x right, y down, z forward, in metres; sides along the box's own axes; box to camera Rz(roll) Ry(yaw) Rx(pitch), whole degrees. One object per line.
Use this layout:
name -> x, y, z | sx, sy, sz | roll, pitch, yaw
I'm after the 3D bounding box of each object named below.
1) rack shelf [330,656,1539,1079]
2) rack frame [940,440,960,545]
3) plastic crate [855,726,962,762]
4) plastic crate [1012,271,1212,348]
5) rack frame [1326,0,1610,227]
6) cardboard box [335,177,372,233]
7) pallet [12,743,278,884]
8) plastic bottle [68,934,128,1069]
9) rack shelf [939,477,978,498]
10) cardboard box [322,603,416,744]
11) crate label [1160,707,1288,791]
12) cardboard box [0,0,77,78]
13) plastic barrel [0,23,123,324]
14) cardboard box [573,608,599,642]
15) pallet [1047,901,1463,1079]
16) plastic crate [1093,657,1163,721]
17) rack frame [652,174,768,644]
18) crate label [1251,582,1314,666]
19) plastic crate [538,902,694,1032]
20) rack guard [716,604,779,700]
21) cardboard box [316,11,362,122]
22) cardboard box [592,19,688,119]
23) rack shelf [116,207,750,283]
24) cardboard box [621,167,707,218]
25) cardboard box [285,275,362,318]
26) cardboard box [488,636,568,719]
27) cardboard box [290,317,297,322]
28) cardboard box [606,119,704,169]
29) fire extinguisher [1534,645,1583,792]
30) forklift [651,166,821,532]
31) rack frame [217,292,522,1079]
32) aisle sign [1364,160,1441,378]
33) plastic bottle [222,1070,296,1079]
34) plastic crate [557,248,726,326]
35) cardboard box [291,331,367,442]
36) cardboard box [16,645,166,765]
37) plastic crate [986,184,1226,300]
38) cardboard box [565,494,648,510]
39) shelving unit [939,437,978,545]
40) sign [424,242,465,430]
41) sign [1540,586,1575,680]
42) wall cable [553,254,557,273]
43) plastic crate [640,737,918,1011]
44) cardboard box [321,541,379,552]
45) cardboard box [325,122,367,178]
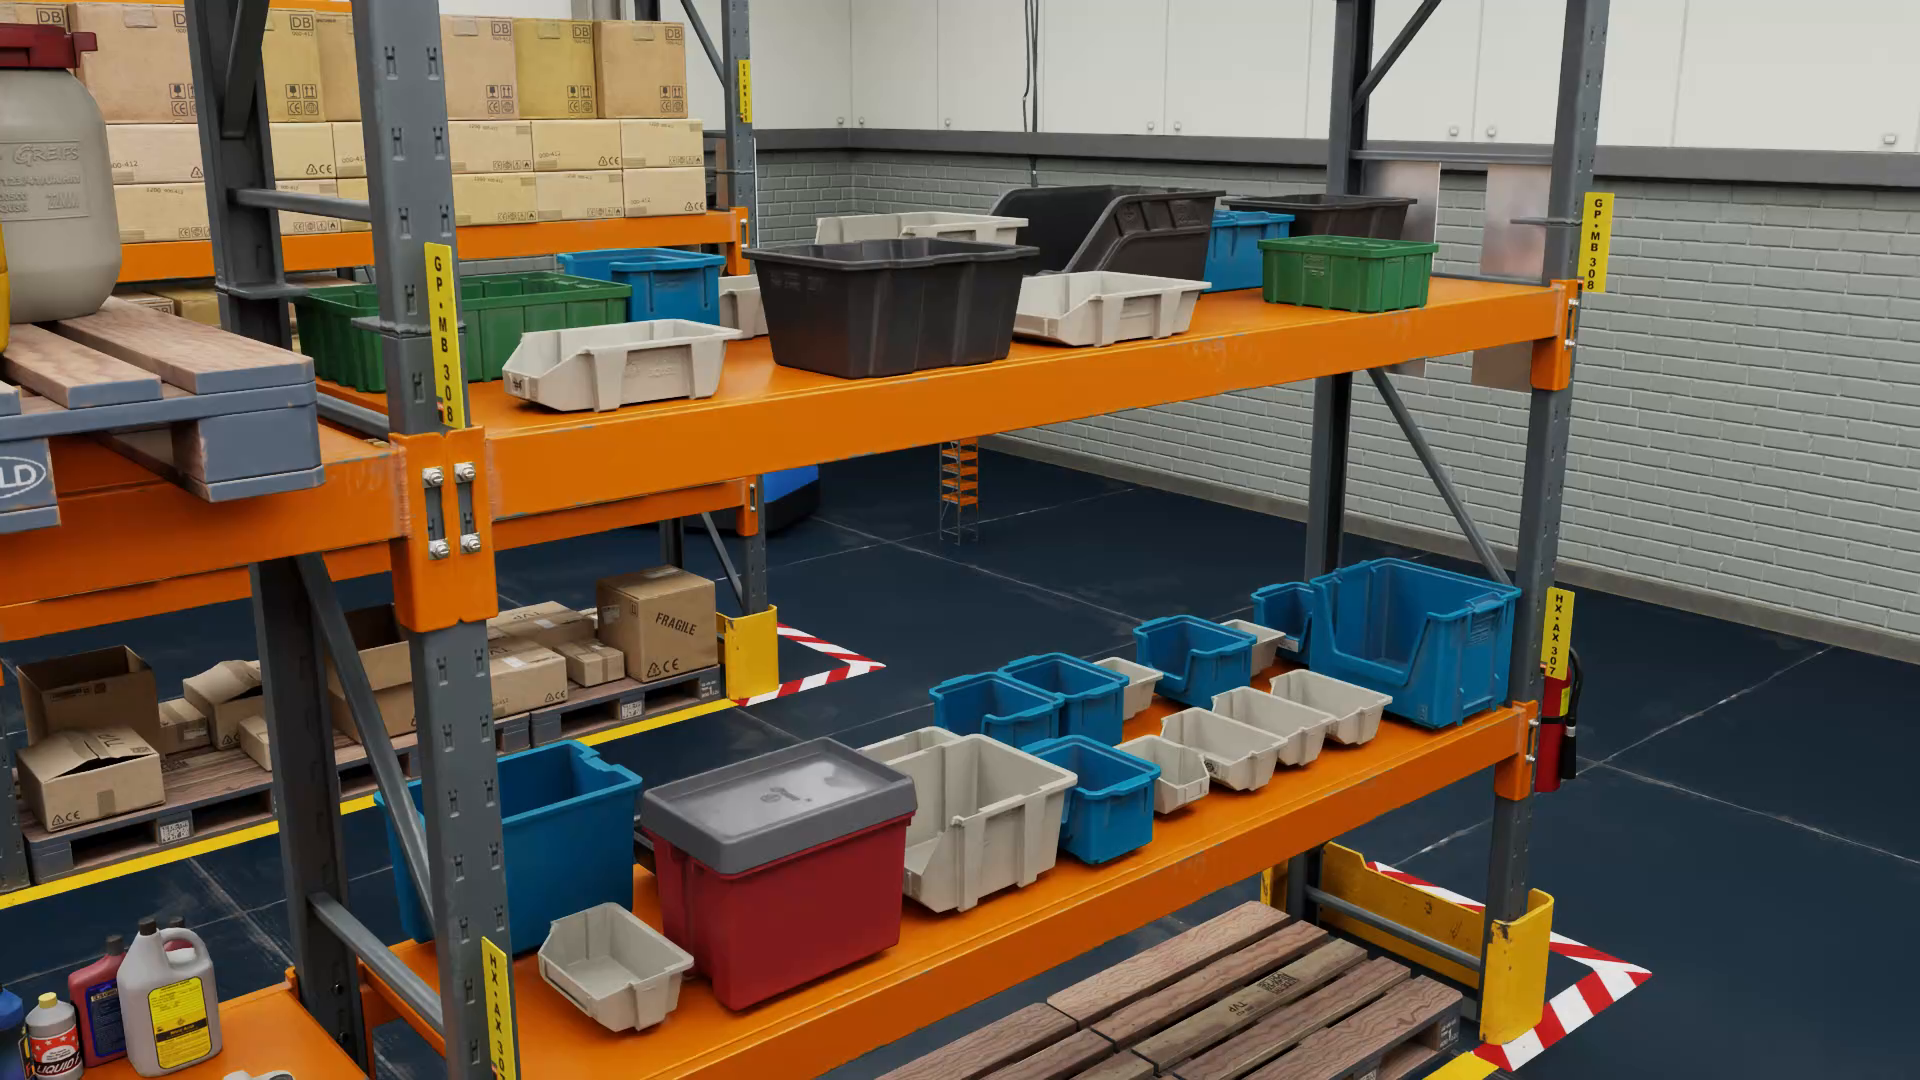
rack shelf -> 0.230, 0.992, 5.119 | 4.000, 0.370, 1.077 | -13, 19, -39
rack frame -> -0.080, -0.562, 13.028 | 0.006, 1.200, 0.240 | -13, 19, -39
plastic crate -> -0.163, 0.728, 5.107 | 0.466, 0.136, 0.293 | -13, 19, -39
plastic crate -> 0.342, -0.618, 4.450 | 0.530, 0.136, 0.437 | -13, 19, -39
rack frame -> 1.738, -2.593, 5.520 | 0.127, 3.000, 1.000 | -13, 19, -39
cardboard box -> -2.866, -1.647, 8.080 | 0.500, 0.250, 0.500 | -13, 19, -39
pallet -> -4.009, 1.249, 8.165 | 1.213, 0.211, 1.003 | -13, 19, -39
plastic bottle -> -1.937, 1.041, 3.767 | 0.133, 0.283, 0.061 | -13, 19, -39
rack shelf -> -0.011, -0.418, 13.128 | 0.180, 0.103, 0.258 | -13, 19, -39
cardboard box -> -3.114, 0.692, 8.831 | 0.637, 0.503, 0.797 | -13, 19, -39
crate label -> 0.820, 0.675, 5.304 | 0.243, 0.136, 0.396 | -13, 19, -39
cardboard box -> -4.186, -2.052, 7.177 | 0.500, 0.500, 0.700 | -13, 19, -39
plastic barrel -> -1.841, -0.694, 3.148 | 0.433, 0.535, 0.433 | 0, 15, 0
cardboard box -> -2.241, 0.543, 10.042 | 0.250, 0.166, 0.380 | -13, 19, -39
pallet -> 1.091, 1.785, 6.160 | 1.213, 0.211, 1.003 | -13, 19, -39
plastic crate -> 0.528, 0.535, 5.831 | 0.298, 0.136, 0.250 | -13, 19, -39
rack frame -> -1.510, -0.660, 9.907 | 0.127, 3.000, 1.000 | -13, 19, -39
crate label -> 1.336, 0.335, 6.392 | 0.303, 0.233, 0.416 | -13, 19, -39
plastic crate -> -0.834, 1.030, 3.975 | 0.243, 0.136, 0.396 | -13, 19, -39
rack guard -> -1.568, 0.561, 10.181 | 0.348, 0.500, 1.175 | -13, 19, -39
cardboard box -> -3.065, -2.310, 8.141 | 0.500, 0.500, 0.700 | -13, 19, -39
cardboard box -> -1.887, -2.550, 9.040 | 0.500, 0.500, 0.700 | -13, 19, -39
rack shelf -> -3.019, -1.422, 8.344 | 4.000, 0.370, 1.077 | -13, 19, -39
cardboard box -> -1.725, -1.898, 9.021 | 0.500, 0.250, 0.500 | -13, 19, -39
cardboard box -> -5.143, -1.680, 13.146 | 0.700, 0.700, 0.980 | -12, 19, -37
cardboard box -> -2.495, 0.751, 9.100 | 0.500, 0.250, 0.500 | -13, 19, -39
cardboard box -> -3.171, -0.907, 8.702 | 0.500, 0.500, 0.500 | -13, 20, -40
cardboard box -> -1.731, -2.141, 8.963 | 0.500, 0.250, 0.500 | -13, 19, -39
fire extinguisher -> 2.150, 0.586, 6.117 | 0.183, 0.674, 0.296 | -13, 19, -39
forklift -> -2.751, -1.657, 13.774 | 3.031, 2.935, 1.130 | 5, 16, 19
rack frame -> -1.279, 0.983, 3.758 | 0.127, 3.000, 1.000 | -13, 19, -39
aisle sign -> 1.598, -1.021, 6.221 | 0.004, 0.787, 0.394 | -13, 19, -39
plastic bottle -> -1.364, 1.173, 3.288 | 0.135, 0.276, 0.152 | -13, 19, -39
plastic crate -> -0.802, -0.602, 4.202 | 0.300, 0.233, 0.416 | -13, 19, -39
cardboard box -> -3.211, -0.713, 7.975 | 0.500, 0.500, 0.500 | -13, 20, -41
cardboard box -> -4.284, 0.861, 8.204 | 0.500, 0.500, 0.500 | -13, 19, -39
plastic crate -> 0.405, -0.909, 5.147 | 0.767, 0.338, 0.504 | -13, 19, -39
cardboard box -> -2.059, -0.491, 9.080 | 0.500, 0.500, 0.500 | -12, 19, -39
shelving unit -> -0.011, -0.577, 13.086 | 0.189, 1.200, 0.258 | -13, 19, -39
sign -> -0.920, -0.363, 2.967 | 0.005, 0.325, 0.100 | -13, 19, -39
sign -> 2.112, 0.331, 5.883 | 0.005, 0.325, 0.100 | -13, 19, -39
wall cable -> -4.420, -2.515, 14.885 | 1.851, 1.984, 0.084 | -13, 19, -39
plastic crate -> -0.441, 0.821, 4.125 | 0.583, 0.464, 0.402 | -13, 19, -39
cardboard box -> -3.202, -0.235, 8.125 | 0.500, 0.500, 0.500 | -13, 20, -40
cardboard box -> -2.860, -1.887, 8.010 | 0.500, 0.250, 0.500 | -13, 19, -39
